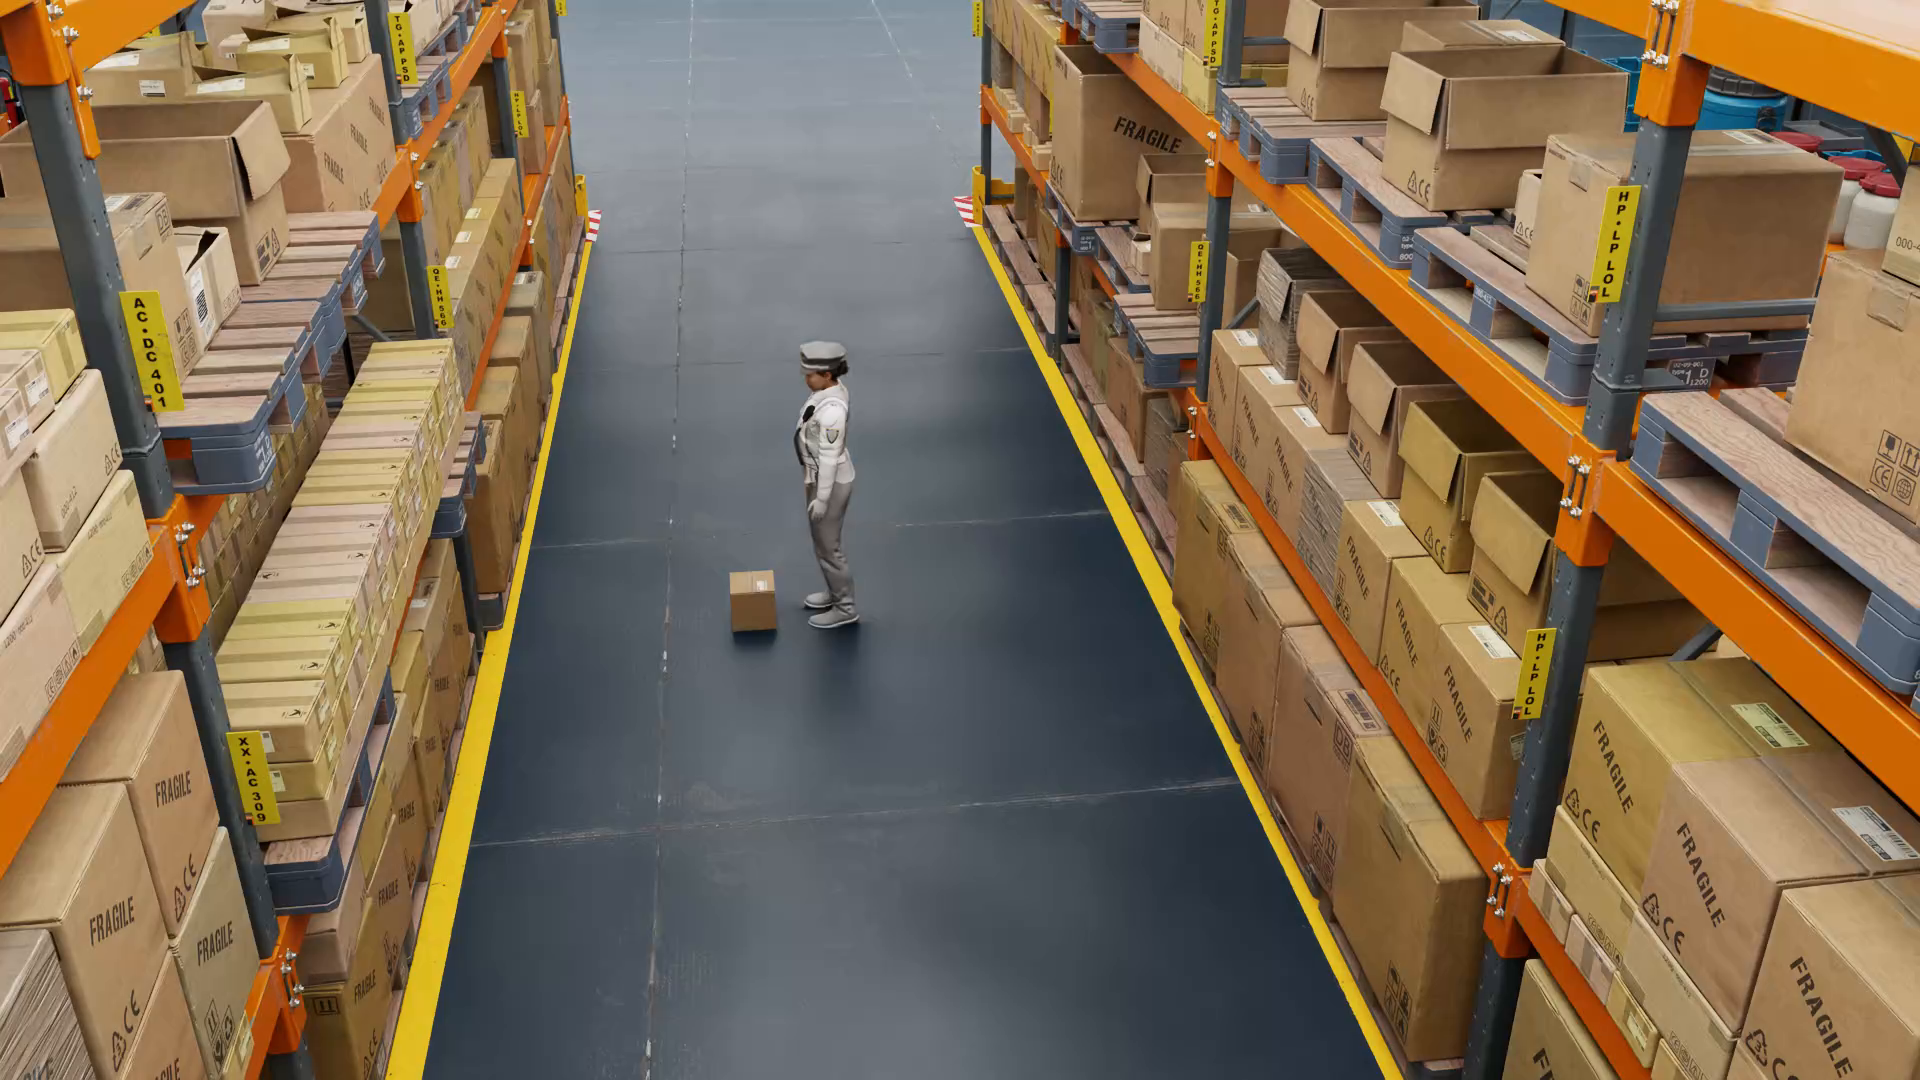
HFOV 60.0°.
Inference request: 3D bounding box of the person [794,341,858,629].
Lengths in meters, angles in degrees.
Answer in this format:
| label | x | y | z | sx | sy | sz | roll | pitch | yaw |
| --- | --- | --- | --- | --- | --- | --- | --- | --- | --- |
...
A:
| label | x | y | z | sx | sy | sz | roll | pitch | yaw |
| --- | --- | --- | --- | --- | --- | --- | --- | --- | --- |
| person | -0.742 | -0.299 | 9.204 | 0.328 | 1.664 | 0.469 | -3 | 27 | -6 |
